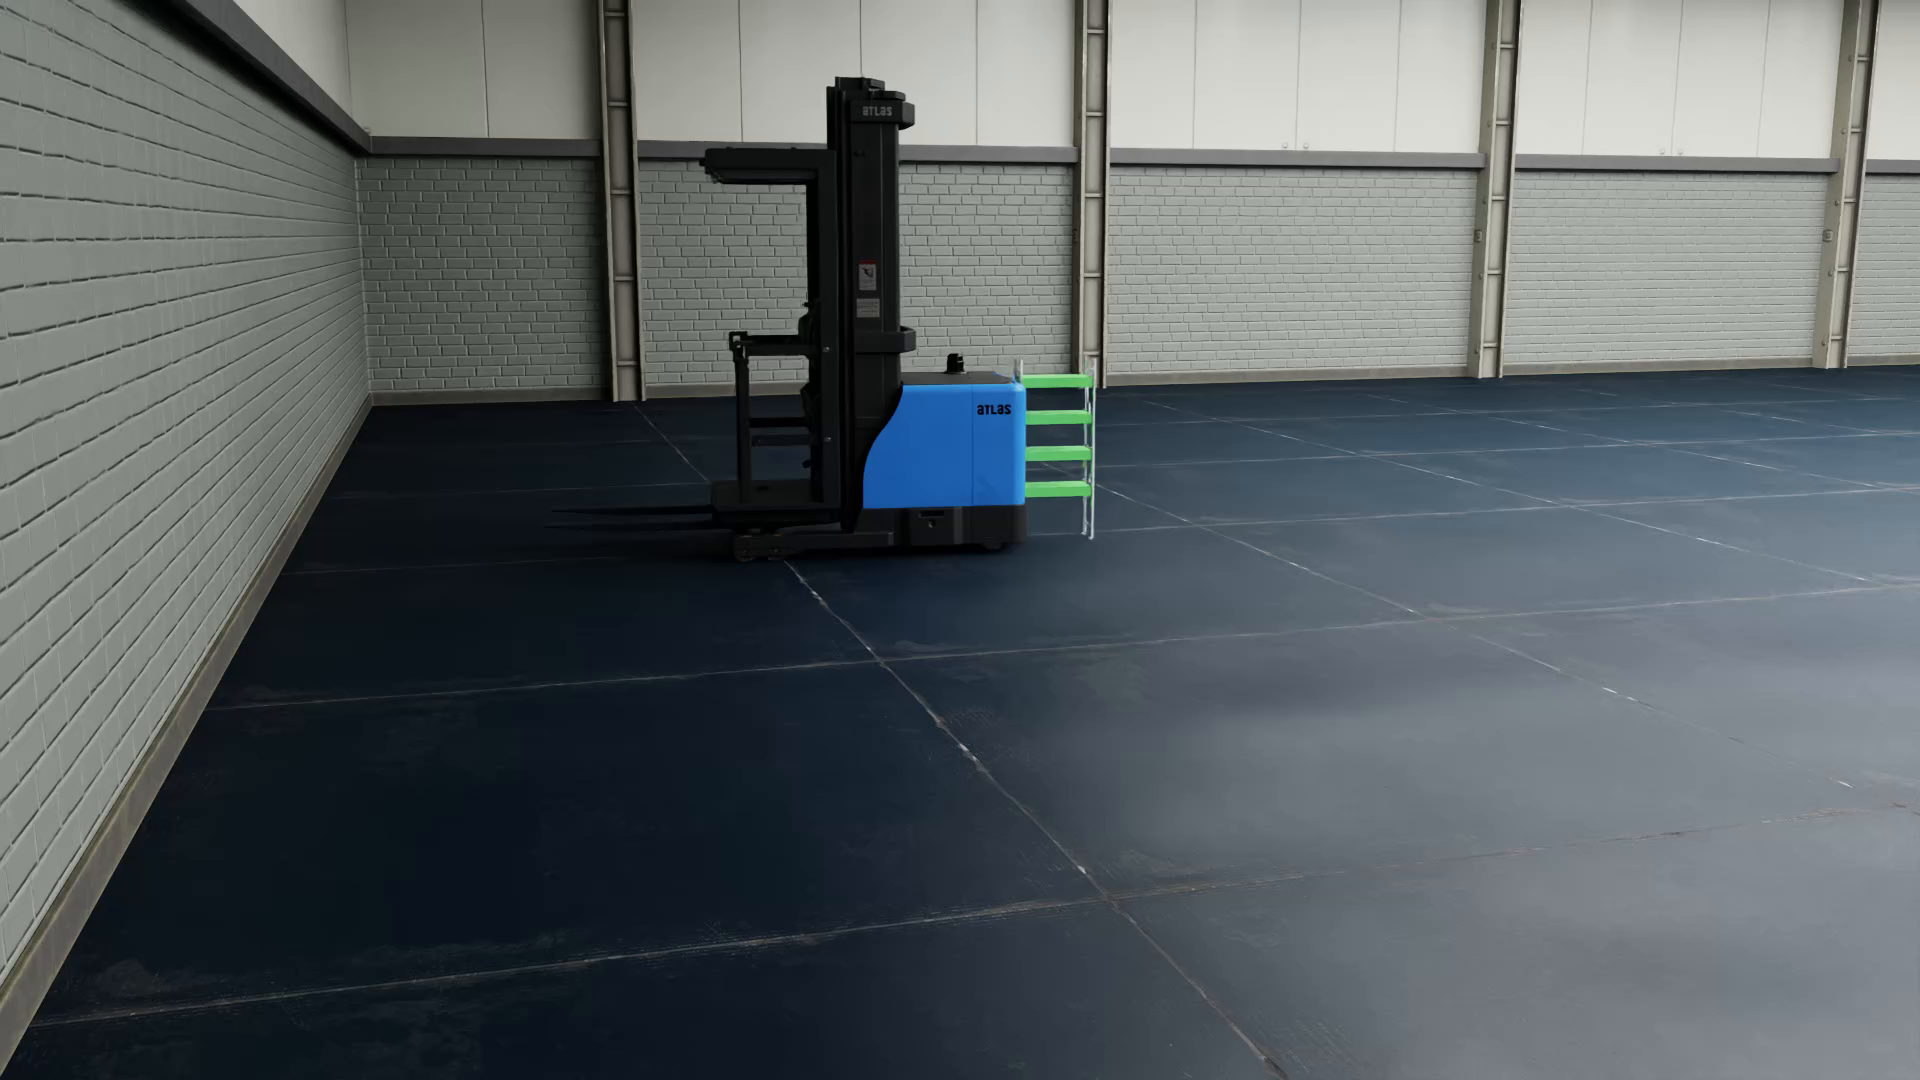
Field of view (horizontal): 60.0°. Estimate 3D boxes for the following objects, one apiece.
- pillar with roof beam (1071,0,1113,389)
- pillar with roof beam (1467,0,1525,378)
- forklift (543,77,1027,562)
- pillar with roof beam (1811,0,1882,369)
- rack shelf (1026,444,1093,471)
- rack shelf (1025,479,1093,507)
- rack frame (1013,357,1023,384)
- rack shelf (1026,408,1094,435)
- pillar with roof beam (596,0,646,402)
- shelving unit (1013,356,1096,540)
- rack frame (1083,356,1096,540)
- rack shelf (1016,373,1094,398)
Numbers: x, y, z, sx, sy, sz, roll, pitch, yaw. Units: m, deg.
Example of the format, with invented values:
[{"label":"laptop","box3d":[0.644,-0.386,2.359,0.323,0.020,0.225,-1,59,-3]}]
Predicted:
[{"label":"pillar with roof beam","box3d":[2.903,-5.697,17.136,0.400,9.000,9.100,-3,11,-16]},{"label":"pillar with roof beam","box3d":[8.664,-6.000,18.786,0.400,9.000,9.100,-3,11,-16]},{"label":"forklift","box3d":[-1.133,-1.409,10.604,3.031,2.935,1.130,-2,11,-9]},{"label":"pillar with roof beam","box3d":[14.424,-6.304,20.435,0.400,9.000,9.100,-3,11,-16]},{"label":"rack shelf","box3d":[0.620,-0.544,11.039,0.480,0.148,0.258,-2,11,-9]},{"label":"rack shelf","box3d":[0.620,-0.308,11.083,0.480,0.148,0.258,-2,11,-9]},{"label":"rack frame","box3d":[0.379,-0.600,10.990,0.015,1.200,0.240,-2,11,-9]},{"label":"rack shelf","box3d":[0.620,-0.780,10.996,0.480,0.148,0.258,-2,11,-9]},{"label":"pillar with roof beam","box3d":[-2.858,-5.393,15.487,0.400,9.000,9.100,-3,11,-16]},{"label":"shelving unit","box3d":[0.620,-0.607,11.028,0.503,1.200,0.258,-2,11,-9]},{"label":"rack frame","box3d":[0.861,-0.614,11.066,0.015,1.200,0.240,-2,11,-9]},{"label":"rack shelf","box3d":[0.620,-1.016,10.953,0.480,0.148,0.258,-2,11,-9]}]
